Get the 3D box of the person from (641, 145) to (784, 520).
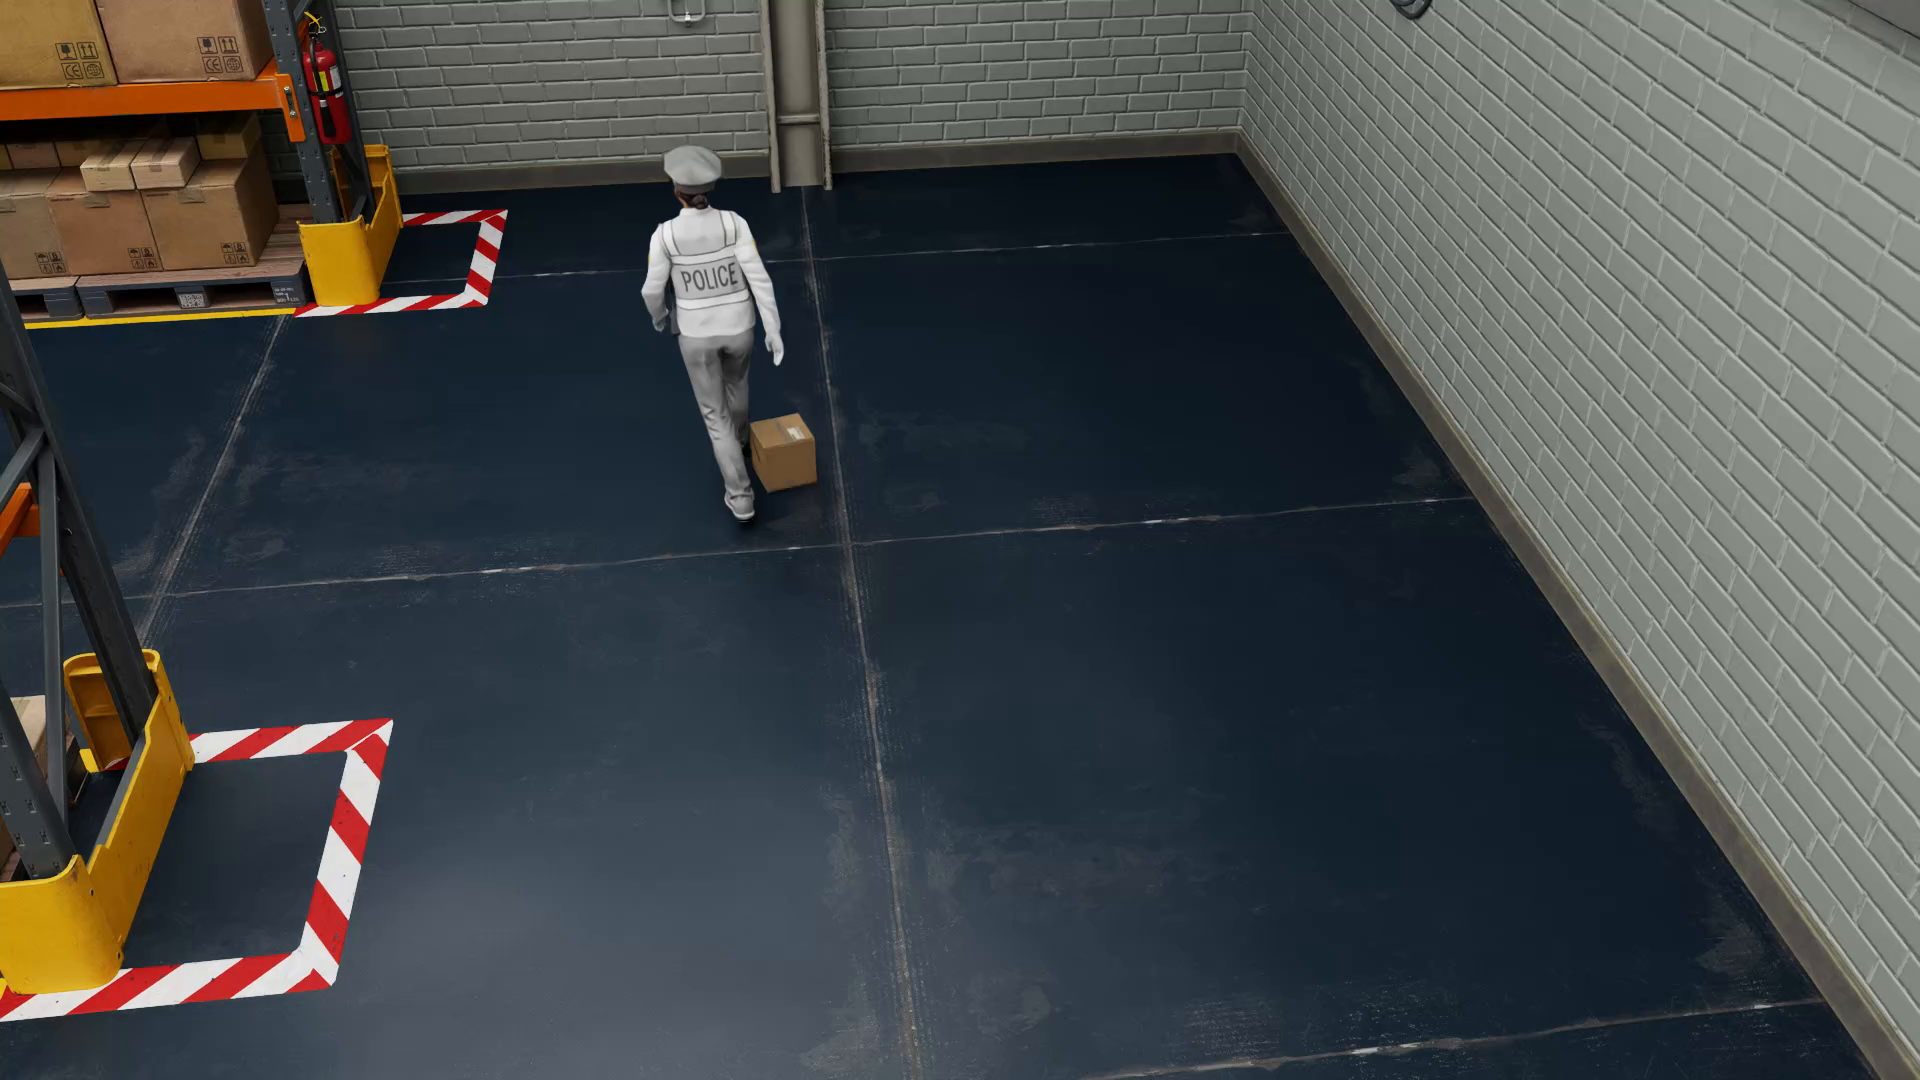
[{"bbox_3d":[-1.135,-0.955,7.526,0.563,1.670,0.852,-13,37,-17],"label":"person"}]
